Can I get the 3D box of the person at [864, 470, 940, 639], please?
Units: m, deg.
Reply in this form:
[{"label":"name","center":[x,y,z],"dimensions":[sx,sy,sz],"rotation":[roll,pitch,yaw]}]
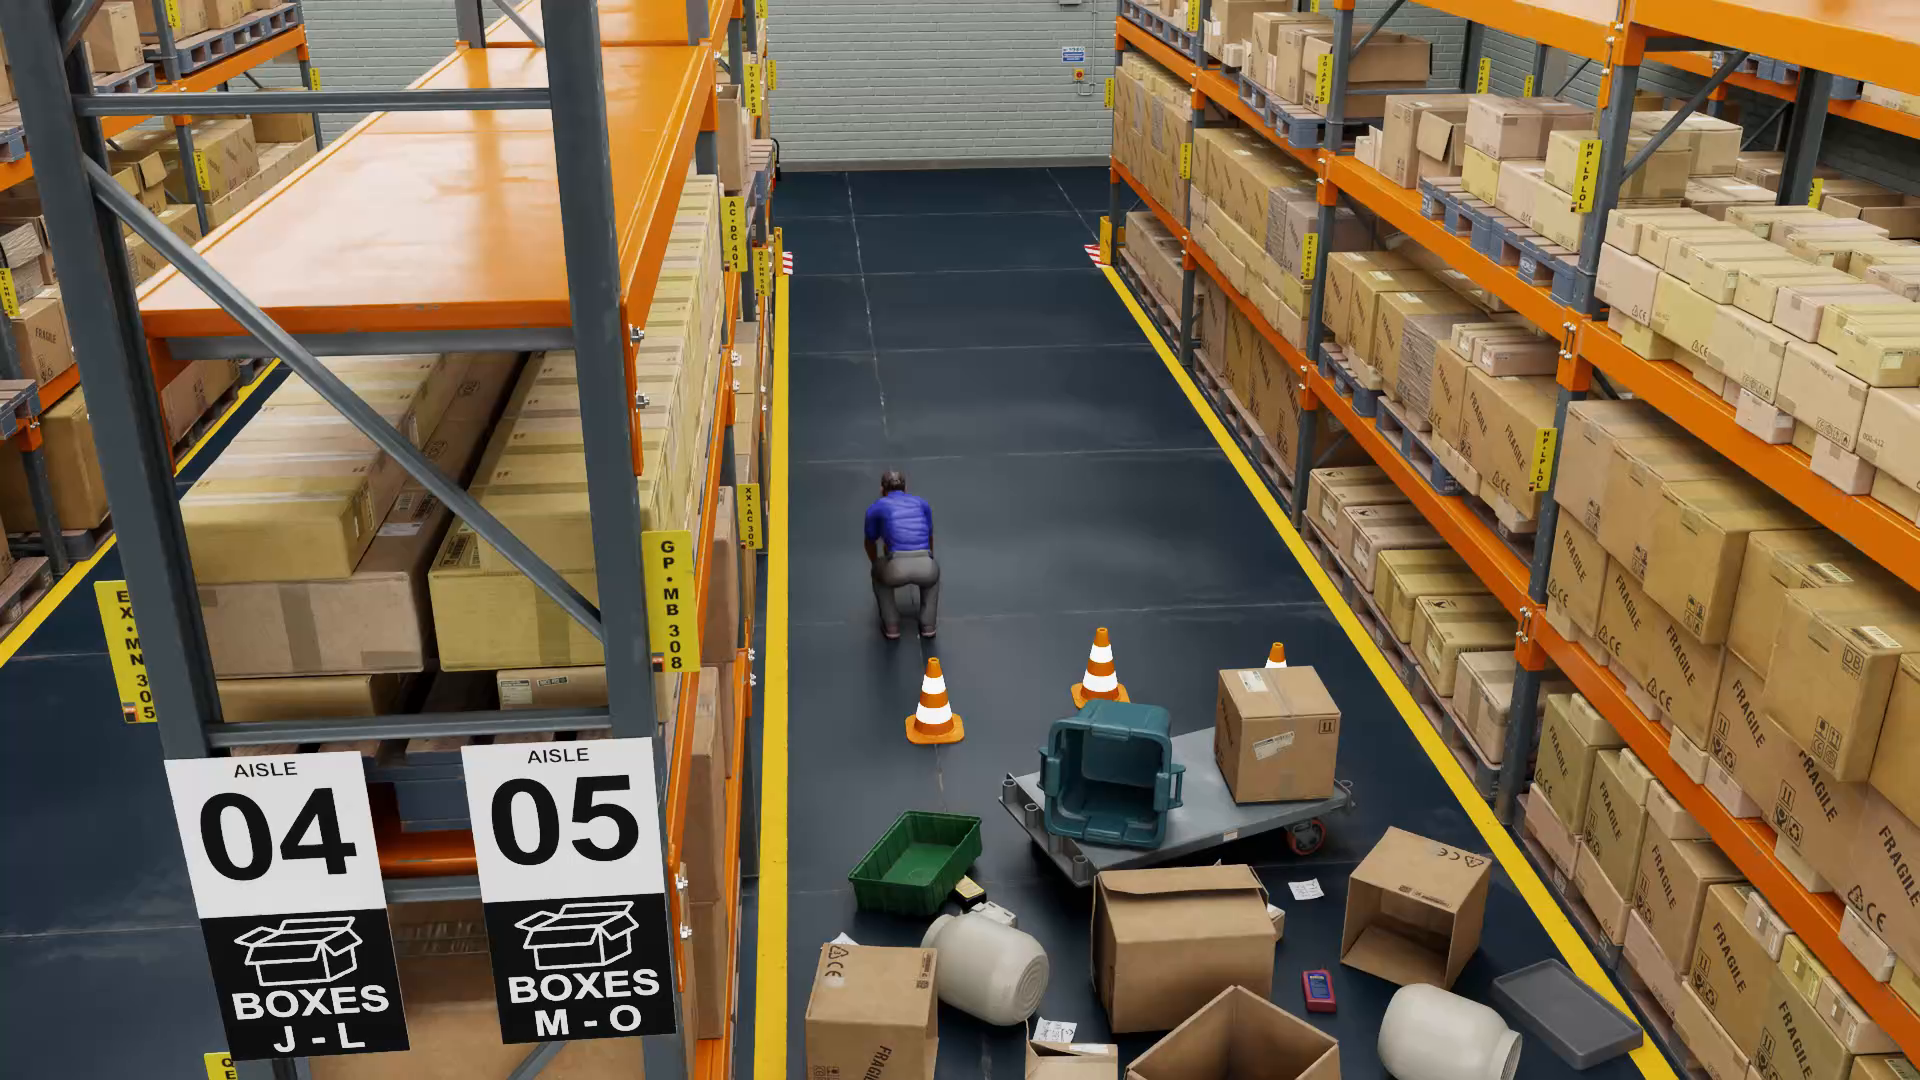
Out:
[{"label":"person","center":[-0.375,0.103,10.915],"dimensions":[0.488,0.988,0.796],"rotation":[-2,24,-5]}]
